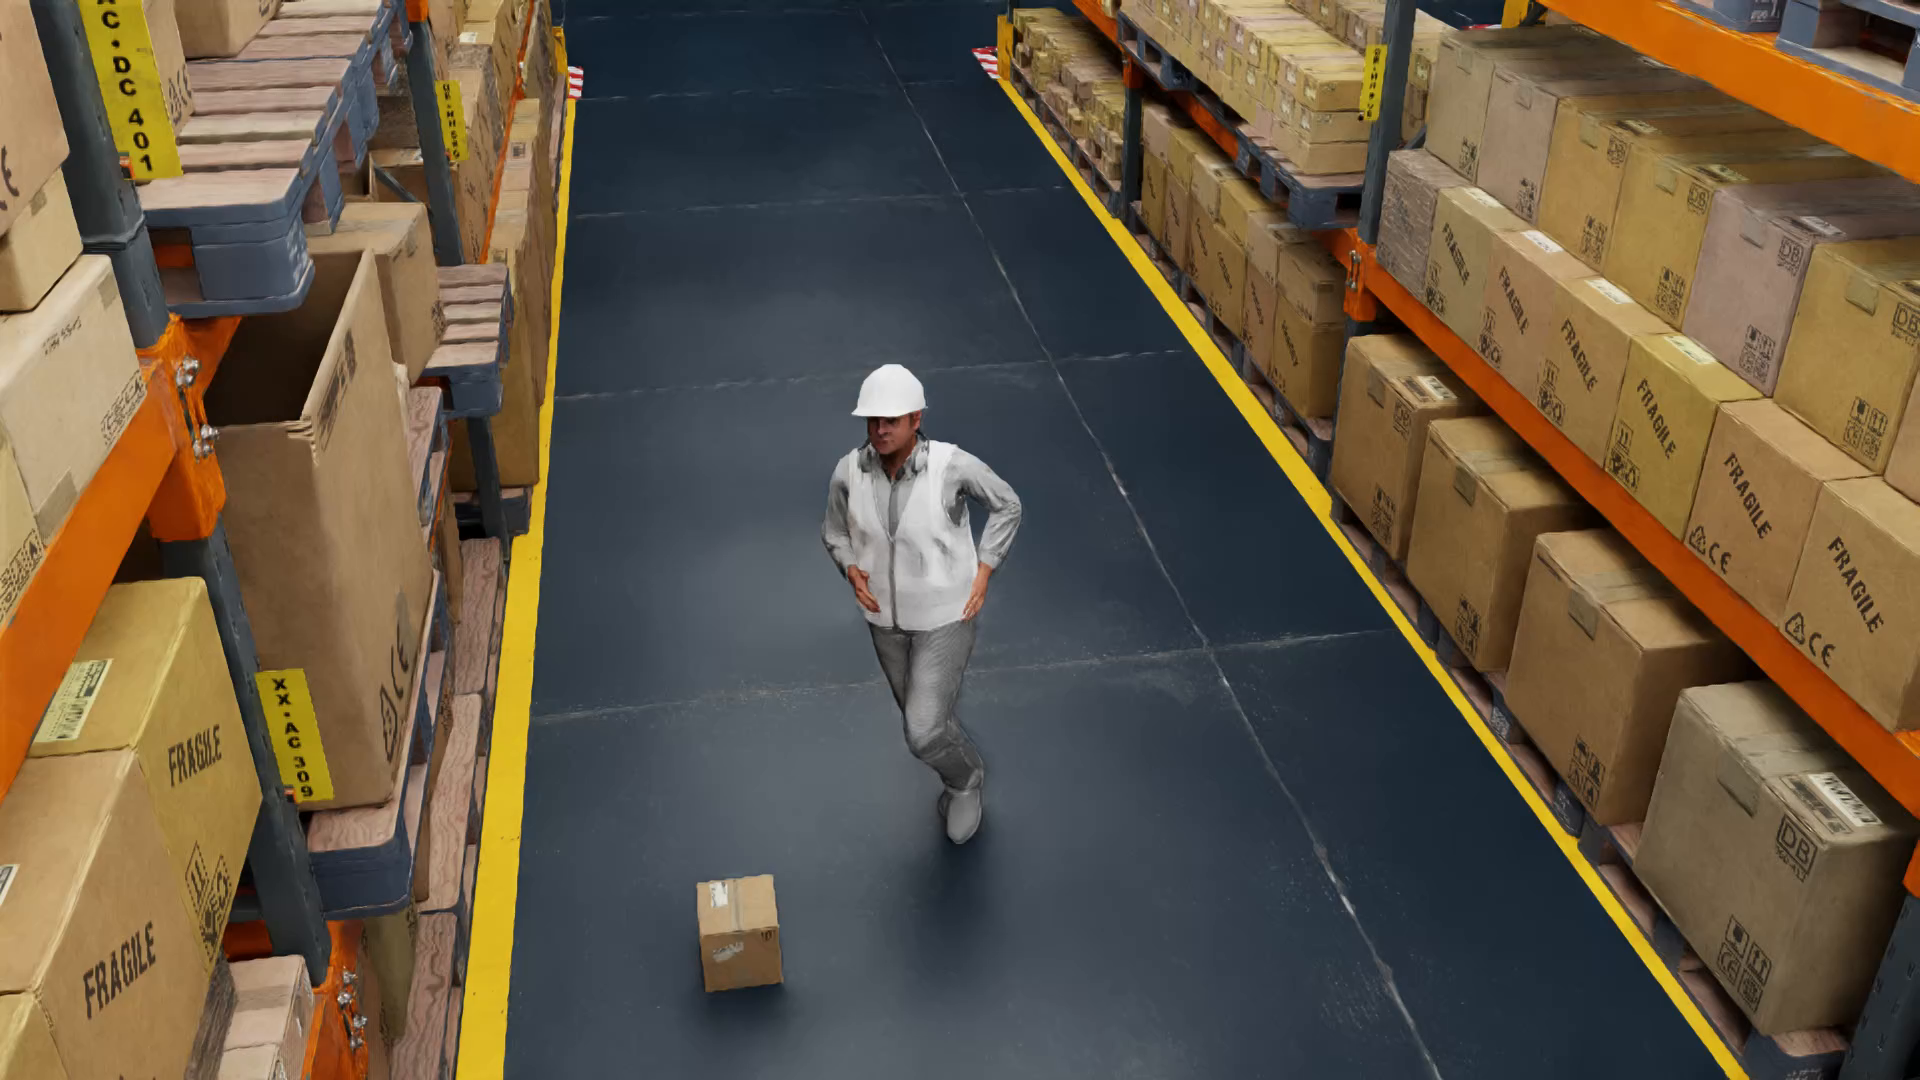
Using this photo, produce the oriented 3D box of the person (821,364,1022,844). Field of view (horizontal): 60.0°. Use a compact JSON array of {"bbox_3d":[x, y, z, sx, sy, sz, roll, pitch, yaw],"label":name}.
[{"bbox_3d":[-0.187,0.233,5.749,0.658,1.740,0.580,13,33,21],"label":"person"}]
